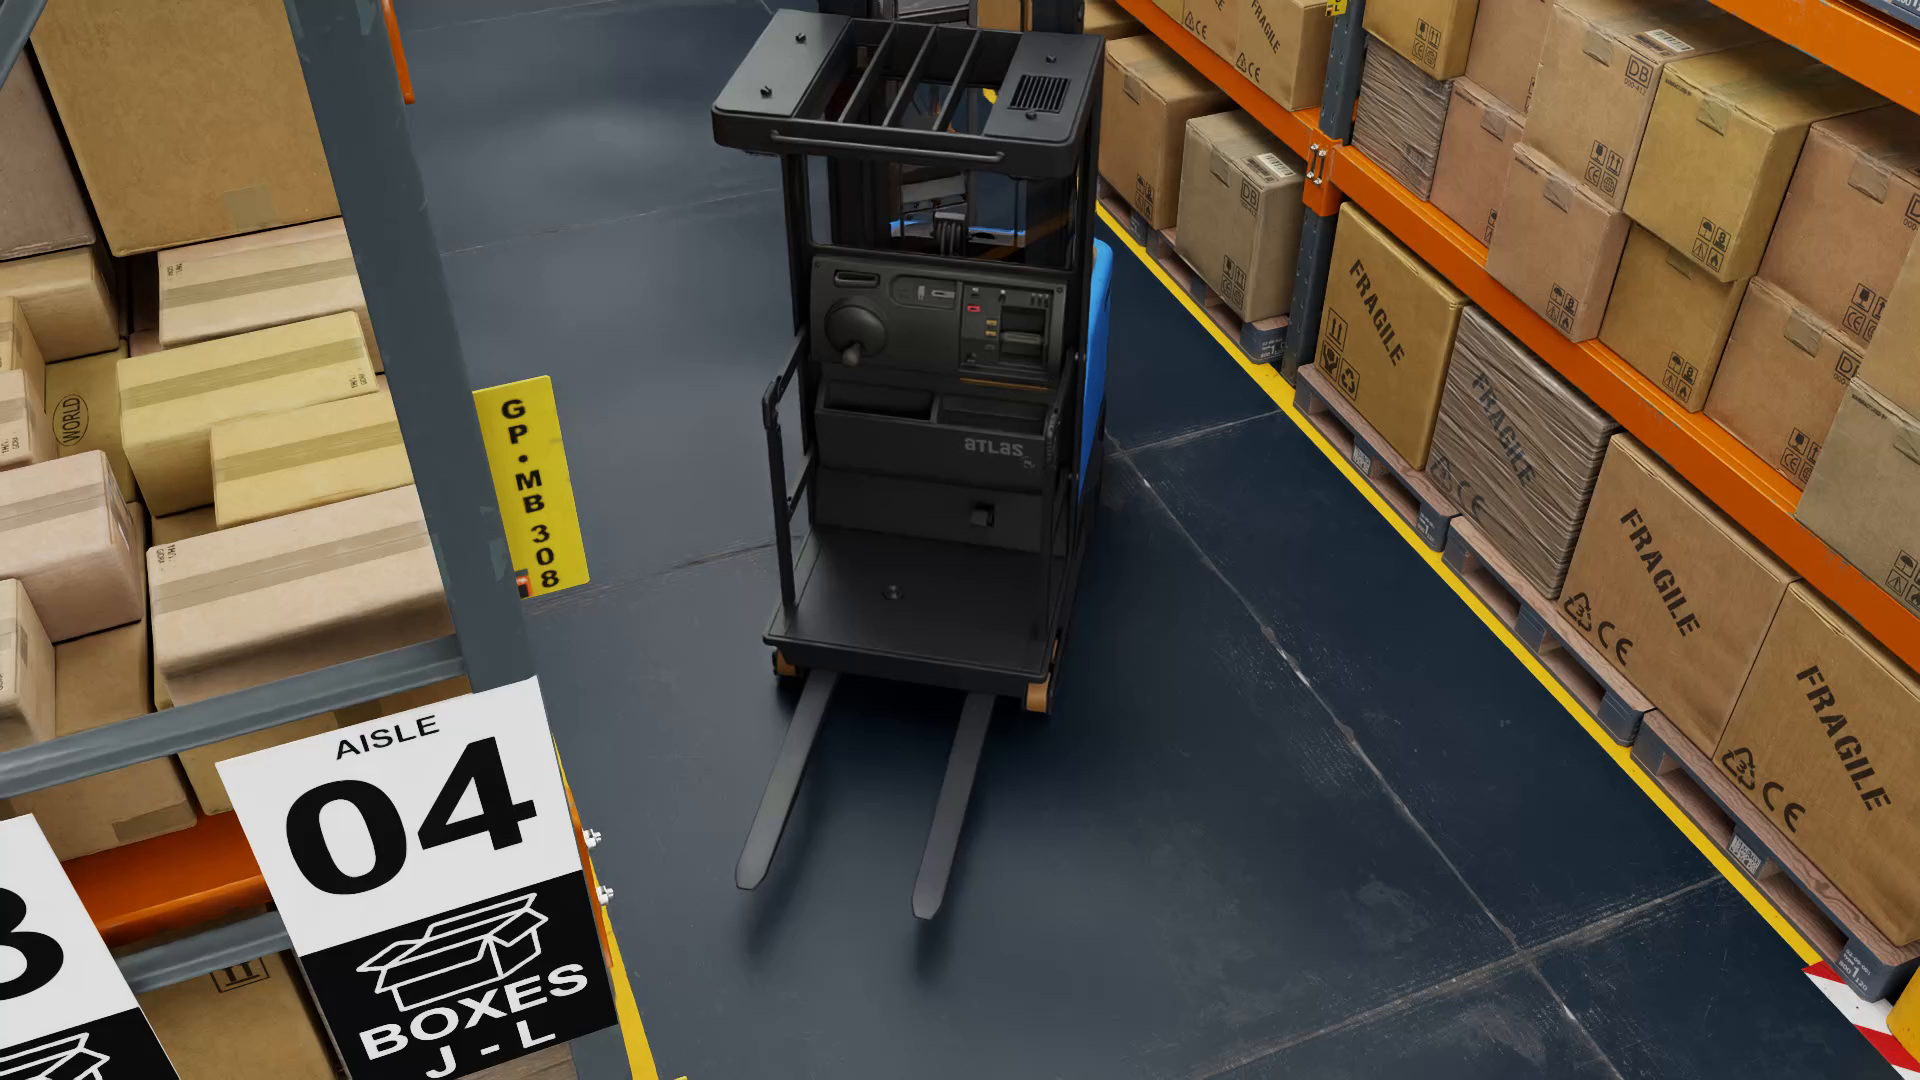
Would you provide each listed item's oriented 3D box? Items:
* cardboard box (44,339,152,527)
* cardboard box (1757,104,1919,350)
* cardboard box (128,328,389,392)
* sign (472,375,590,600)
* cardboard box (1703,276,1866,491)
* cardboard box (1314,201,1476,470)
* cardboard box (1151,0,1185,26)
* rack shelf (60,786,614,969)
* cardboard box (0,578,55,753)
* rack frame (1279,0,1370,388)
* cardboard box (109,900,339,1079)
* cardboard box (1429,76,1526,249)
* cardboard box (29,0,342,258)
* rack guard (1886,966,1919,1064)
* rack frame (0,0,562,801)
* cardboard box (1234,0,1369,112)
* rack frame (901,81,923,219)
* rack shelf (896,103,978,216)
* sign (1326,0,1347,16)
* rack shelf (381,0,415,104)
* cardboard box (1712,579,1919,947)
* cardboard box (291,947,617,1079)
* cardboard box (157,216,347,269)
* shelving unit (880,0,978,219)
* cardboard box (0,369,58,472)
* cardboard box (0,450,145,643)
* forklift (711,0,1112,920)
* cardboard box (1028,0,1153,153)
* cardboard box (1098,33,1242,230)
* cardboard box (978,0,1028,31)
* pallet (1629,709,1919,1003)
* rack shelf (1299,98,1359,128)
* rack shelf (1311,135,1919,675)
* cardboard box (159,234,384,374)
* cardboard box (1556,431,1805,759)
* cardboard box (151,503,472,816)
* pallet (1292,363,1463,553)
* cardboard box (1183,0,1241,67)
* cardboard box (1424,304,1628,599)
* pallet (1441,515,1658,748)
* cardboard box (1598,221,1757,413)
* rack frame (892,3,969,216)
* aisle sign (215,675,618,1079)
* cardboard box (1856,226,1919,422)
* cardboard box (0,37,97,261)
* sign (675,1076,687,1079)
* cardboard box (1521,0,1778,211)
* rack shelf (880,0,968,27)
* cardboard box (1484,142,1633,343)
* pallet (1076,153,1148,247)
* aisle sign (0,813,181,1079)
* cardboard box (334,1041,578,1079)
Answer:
[{"bbox_3d":[-1.643,-0.061,2.835,0.500,0.250,0.500,-15,43,-17],"label":"cardboard box"},{"bbox_3d":[3.101,-1.009,5.179,0.875,0.550,0.550,-15,43,-17],"label":"cardboard box"},{"bbox_3d":[-1.178,-0.198,2.994,0.500,0.250,0.500,-16,43,-18],"label":"cardboard box"},{"bbox_3d":[-0.528,-0.058,2.045,0.100,0.325,0.005,-15,43,-17],"label":"sign"},{"bbox_3d":[3.079,-0.594,5.525,0.875,0.550,0.550,-15,43,-17],"label":"cardboard box"},{"bbox_3d":[2.237,-0.997,7.416,0.875,0.875,0.875,-14,43,-16],"label":"cardboard box"},{"bbox_3d":[1.228,-2.934,8.284,0.500,0.500,0.500,-15,43,-16],"label":"cardboard box"},{"bbox_3d":[-1.795,-0.523,3.808,1.077,0.370,4.000,-15,43,-17],"label":"rack shelf"},{"bbox_3d":[-1.424,0.226,2.196,0.380,0.149,0.250,-15,43,-17],"label":"cardboard box"},{"bbox_3d":[2.061,-2.039,7.321,1.000,3.000,0.127,-15,43,-17],"label":"rack frame"},{"bbox_3d":[-1.808,0.653,4.451,1.144,2.239,2.984,-3,41,-3],"label":"cardboard box"},{"bbox_3d":[2.445,-1.551,6.639,0.875,0.550,0.550,-15,43,-17],"label":"cardboard box"},{"bbox_3d":[-1.348,-0.893,2.999,0.500,0.500,0.500,-15,43,-17],"label":"cardboard box"},{"bbox_3d":[3.601,1.332,5.317,1.175,0.500,0.348,-15,43,-17],"label":"rack guard"},{"bbox_3d":[-1.030,-0.728,1.195,1.000,3.000,0.127,-15,43,-17],"label":"rack frame"},{"bbox_3d":[1.614,-2.325,7.577,0.500,0.500,0.500,-15,43,-17],"label":"cardboard box"},{"bbox_3d":[-0.280,-1.764,7.686,0.380,1.831,0.006,-13,43,-14],"label":"rack frame"},{"bbox_3d":[-0.201,-1.602,7.521,0.431,0.518,0.480,-13,43,-14],"label":"rack shelf"},{"bbox_3d":[1.563,-2.307,6.805,0.100,0.325,0.005,-15,43,-17],"label":"sign"},{"bbox_3d":[-1.795,-1.659,2.832,1.077,0.370,4.000,-15,43,-17],"label":"rack shelf"},{"bbox_3d":[3.271,0.624,5.531,0.875,0.875,0.875,-15,43,-17],"label":"cardboard box"},{"bbox_3d":[-0.988,0.617,3.160,0.500,0.500,0.500,-15,43,-17],"label":"cardboard box"},{"bbox_3d":[-1.269,-0.540,3.085,0.380,0.149,0.250,-15,43,-17],"label":"cardboard box"},{"bbox_3d":[5.165,-4.026,7.908,11.805,5.066,0.494,-13,43,-14],"label":"shelving unit"},{"bbox_3d":[-1.621,-0.098,2.572,0.380,0.149,0.250,-17,43,-19],"label":"cardboard box"},{"bbox_3d":[-1.415,0.039,2.412,0.380,0.149,0.250,-16,43,-18],"label":"cardboard box"},{"bbox_3d":[-0.128,-0.707,5.824,1.121,2.935,3.031,7,41,9],"label":"forklift"},{"bbox_3d":[1.018,-2.840,9.656,1.050,0.750,0.750,-14,43,-16],"label":"cardboard box"},{"bbox_3d":[1.375,-2.279,9.003,1.050,0.750,0.750,-15,43,-17],"label":"cardboard box"},{"bbox_3d":[0.680,-3.366,10.267,1.050,0.750,0.750,-16,43,-17],"label":"cardboard box"},{"bbox_3d":[3.213,0.965,5.966,1.003,0.211,1.213,-15,43,-17],"label":"pallet"},{"bbox_3d":[1.296,-3.046,8.893,0.919,0.124,3.809,-15,43,-17],"label":"rack shelf"},{"bbox_3d":[2.826,-0.562,6.155,1.077,0.370,4.000,-15,43,-17],"label":"rack shelf"},{"bbox_3d":[-1.180,-0.392,2.914,0.380,0.149,0.250,-13,42,-15],"label":"cardboard box"},{"bbox_3d":[2.932,0.095,6.147,0.875,0.875,0.875,-16,43,-18],"label":"cardboard box"},{"bbox_3d":[-0.975,0.111,2.634,0.500,0.250,0.500,-14,43,-16],"label":"cardboard box"},{"bbox_3d":[2.280,-0.505,7.675,1.003,0.211,1.213,-15,43,-17],"label":"pallet"},{"bbox_3d":[1.421,-2.629,7.930,0.500,0.500,0.500,-16,43,-17],"label":"cardboard box"},{"bbox_3d":[2.585,-0.455,6.786,0.875,0.875,0.875,-15,43,-17],"label":"cardboard box"},{"bbox_3d":[2.750,0.231,6.819,1.003,0.211,1.213,-15,43,-17],"label":"pallet"},{"bbox_3d":[2.838,-0.902,5.884,0.875,0.550,0.500,-15,43,-17],"label":"cardboard box"},{"bbox_3d":[-0.119,-1.462,7.339,0.380,1.831,0.006,-13,43,-14],"label":"rack frame"},{"bbox_3d":[-0.729,0.523,2.347,0.394,0.787,0.004,-15,43,-17],"label":"aisle sign"},{"bbox_3d":[3.190,-0.638,4.748,0.875,0.550,0.550,-15,43,-17],"label":"cardboard box"},{"bbox_3d":[-1.857,-0.802,2.893,0.500,0.500,0.500,-15,43,-17],"label":"cardboard box"},{"bbox_3d":[-0.528,1.083,3.026,0.100,0.325,0.005,-15,43,-17],"label":"sign"},{"bbox_3d":[2.568,-1.613,5.882,0.875,0.550,0.550,-15,43,-17],"label":"cardboard box"},{"bbox_3d":[-0.201,-2.234,6.972,0.368,0.174,0.457,-13,43,-14],"label":"rack shelf"},{"bbox_3d":[2.542,-1.197,6.226,0.875,0.550,0.550,-15,43,-17],"label":"cardboard box"},{"bbox_3d":[1.226,-2.164,9.605,1.003,0.211,1.213,-15,43,-17],"label":"pallet"},{"bbox_3d":[-1.283,0.673,2.173,0.394,0.787,0.004,-15,43,-17],"label":"aisle sign"},{"bbox_3d":[-1.215,1.058,3.415,0.875,0.500,0.500,-15,43,-17],"label":"cardboard box"}]
